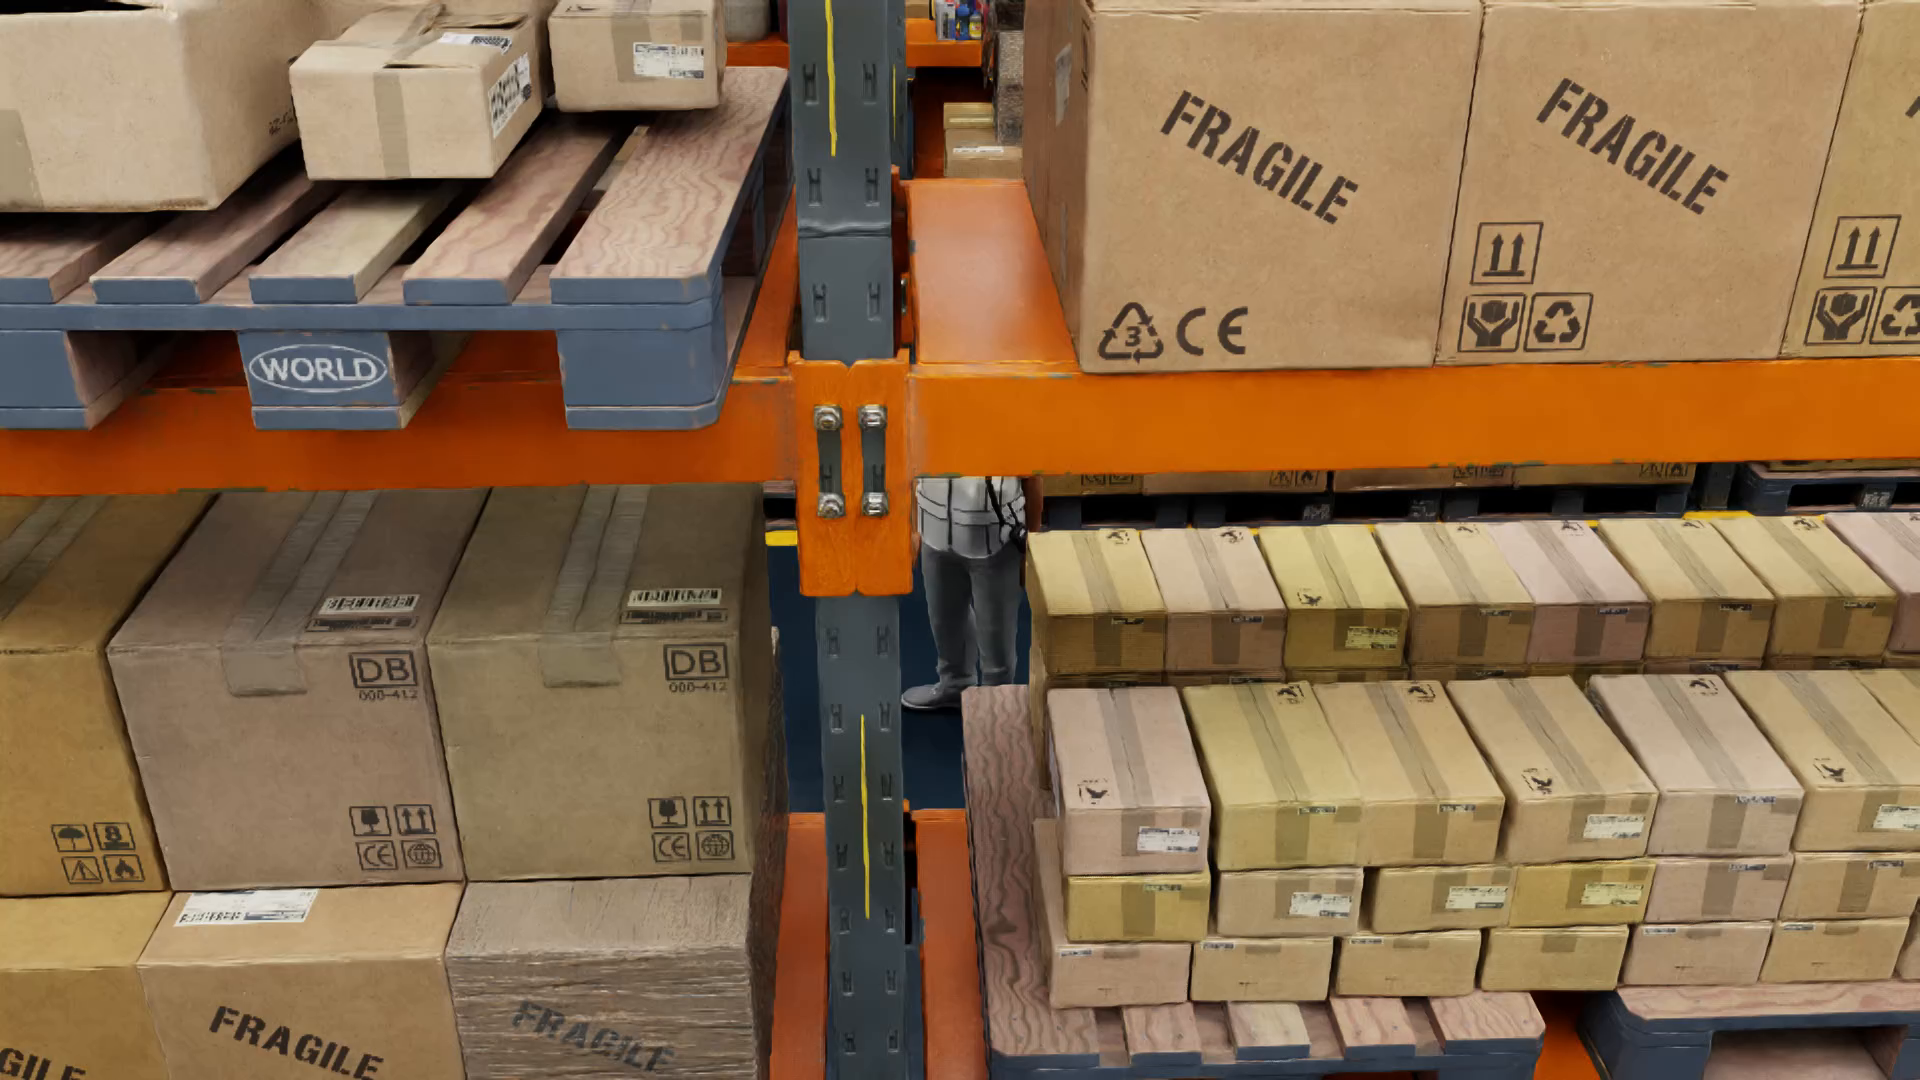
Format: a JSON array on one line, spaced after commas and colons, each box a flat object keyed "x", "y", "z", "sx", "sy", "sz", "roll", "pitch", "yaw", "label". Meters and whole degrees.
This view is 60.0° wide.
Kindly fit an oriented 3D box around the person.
[{"x": 0.008, "y": -0.005, "z": 6.103, "sx": 0.591, "sy": 1.668, "sz": 0.398, "roll": 15, "pitch": 31, "yaw": 26, "label": "person"}]
